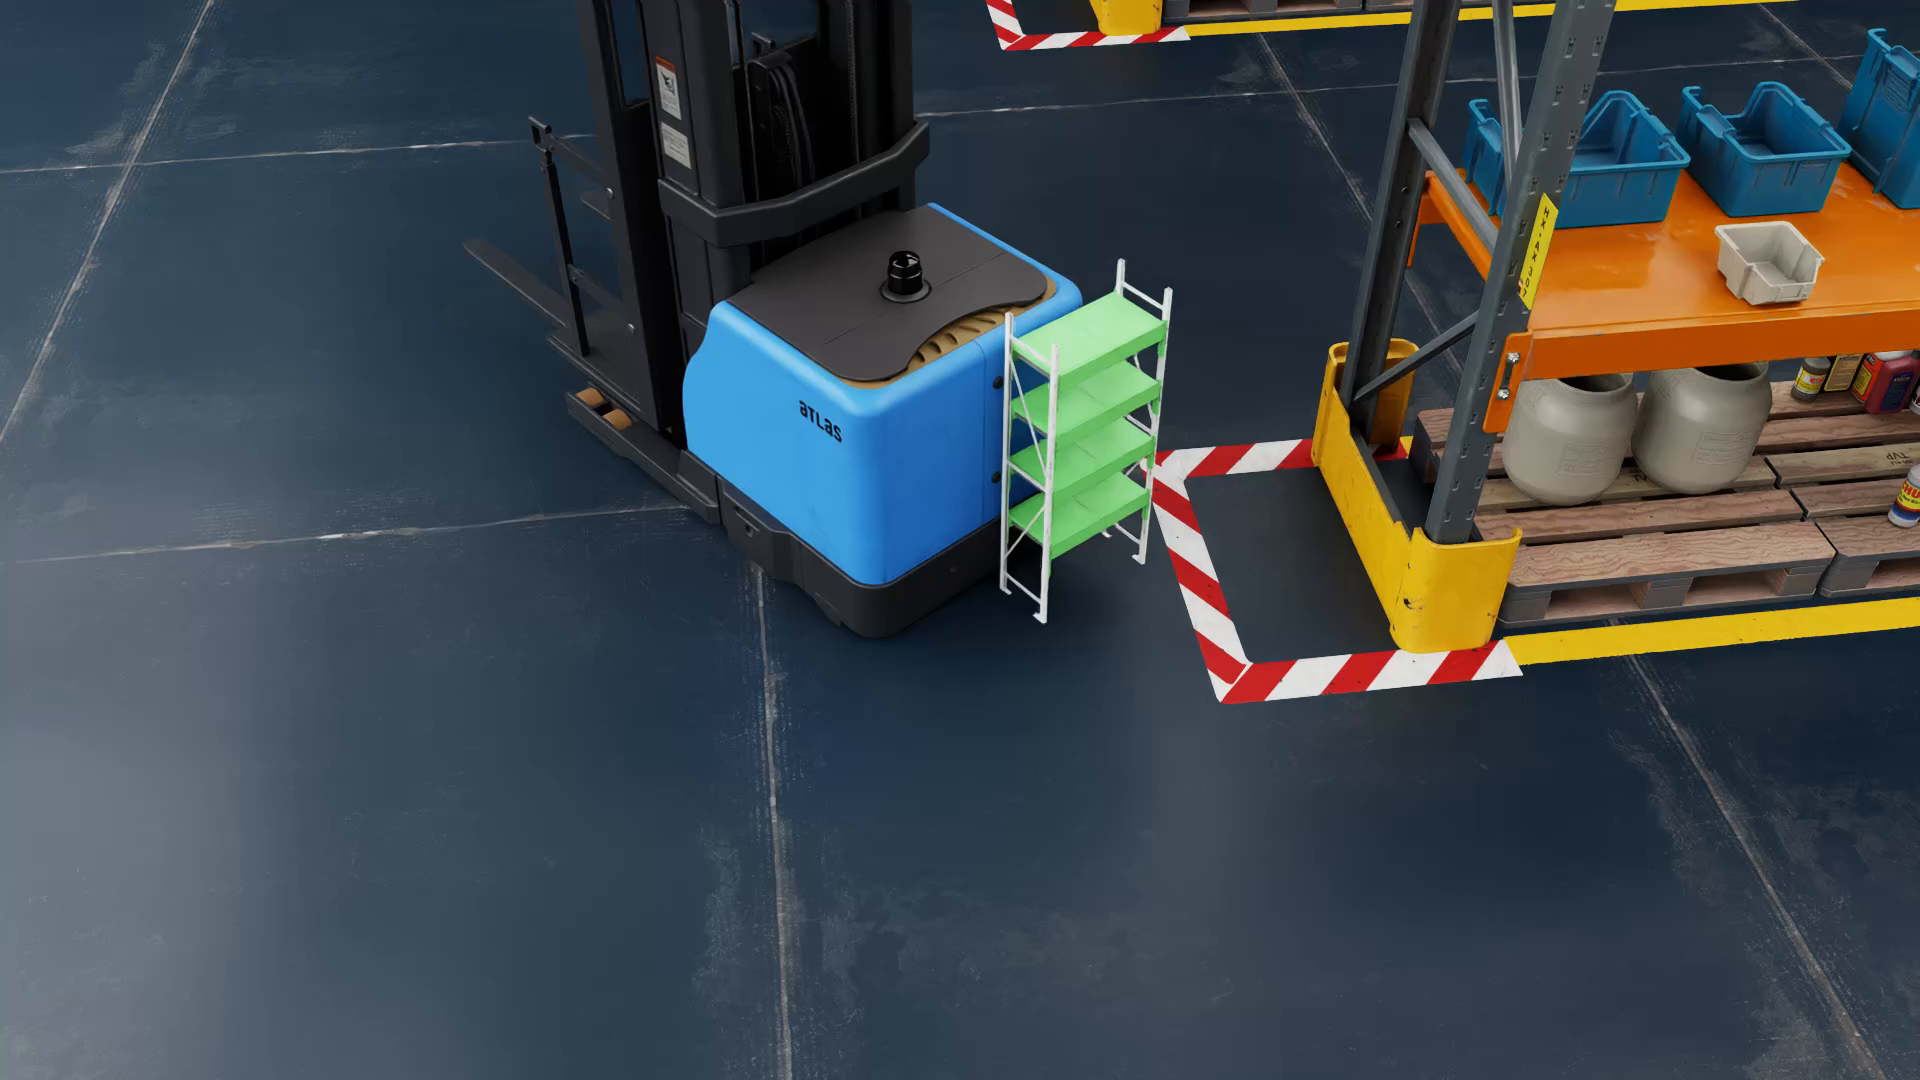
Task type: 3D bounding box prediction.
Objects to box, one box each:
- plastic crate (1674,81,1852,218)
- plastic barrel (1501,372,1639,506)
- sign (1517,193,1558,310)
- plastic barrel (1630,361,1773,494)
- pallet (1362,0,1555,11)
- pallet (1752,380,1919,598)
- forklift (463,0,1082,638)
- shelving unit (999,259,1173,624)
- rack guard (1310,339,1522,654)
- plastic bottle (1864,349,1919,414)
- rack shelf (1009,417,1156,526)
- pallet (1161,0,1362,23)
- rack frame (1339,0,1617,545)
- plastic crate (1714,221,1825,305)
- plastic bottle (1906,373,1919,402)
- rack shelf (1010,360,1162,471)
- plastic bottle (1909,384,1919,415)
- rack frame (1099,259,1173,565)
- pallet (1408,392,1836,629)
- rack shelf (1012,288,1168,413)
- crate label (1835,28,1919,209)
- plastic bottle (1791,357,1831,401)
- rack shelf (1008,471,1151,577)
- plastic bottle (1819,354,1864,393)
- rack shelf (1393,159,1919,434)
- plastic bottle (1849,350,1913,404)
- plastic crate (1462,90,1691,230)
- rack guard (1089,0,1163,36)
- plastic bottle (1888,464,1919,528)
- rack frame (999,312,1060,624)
[{"bbox_3d":[2.668,-1.316,5.581,0.408,0.251,0.499,-5,42,-6],"label":"plastic crate"},{"bbox_3d":[2.208,-0.417,6.016,0.421,0.512,0.421,0,42,0],"label":"plastic barrel"},{"bbox_3d":[1.632,-0.814,4.706,0.005,0.325,0.100,-5,42,-6],"label":"sign"},{"bbox_3d":[2.705,-0.460,6.064,0.421,0.512,0.421,0,42,0],"label":"plastic barrel"},{"bbox_3d":[2.887,-3.529,10.005,1.213,0.211,1.003,-5,42,-6],"label":"pallet"},{"bbox_3d":[3.648,-0.250,6.369,1.213,0.211,1.003,-5,42,-6],"label":"pallet"},{"bbox_3d":[-0.938,-1.649,5.889,1.130,2.935,3.031,-32,51,-30],"label":"forklift"},{"bbox_3d":[0.414,-0.315,5.703,0.503,1.200,0.258,-29,49,-28],"label":"shelving unit"},{"bbox_3d":[1.635,-0.186,6.083,0.348,0.500,1.175,-5,42,-6],"label":"rack guard"},{"bbox_3d":[3.597,-0.615,6.392,0.133,0.283,0.061,-5,42,-6],"label":"plastic bottle"},{"bbox_3d":[0.414,-0.267,5.746,0.480,0.148,0.258,-29,49,-28],"label":"rack shelf"},{"bbox_3d":[1.680,-3.425,9.890,1.213,0.211,1.003,-5,42,-6],"label":"pallet"},{"bbox_3d":[1.565,-1.077,5.204,0.127,3.000,1.000,-5,42,-6],"label":"rack frame"},{"bbox_3d":[2.494,-0.843,5.142,0.250,0.136,0.298,-5,42,-6],"label":"plastic crate"},{"bbox_3d":[3.721,-0.695,6.486,0.135,0.276,0.152,-6,42,-7],"label":"plastic bottle"},{"bbox_3d":[0.414,-0.446,5.585,0.480,0.148,0.258,-29,49,-28],"label":"rack shelf"},{"bbox_3d":[3.755,-0.586,6.421,0.097,0.201,0.097,0,42,0],"label":"plastic bottle"},{"bbox_3d":[0.603,-0.419,5.818,0.015,1.200,0.240,-29,49,-28],"label":"rack frame"},{"bbox_3d":[2.441,-0.146,6.254,1.213,0.211,1.003,-5,42,-6],"label":"pallet"},{"bbox_3d":[0.414,-0.624,5.425,0.480,0.148,0.258,-29,49,-28],"label":"rack shelf"},{"bbox_3d":[3.355,-1.429,5.568,0.616,0.435,0.502,-5,42,-6],"label":"crate label"},{"bbox_3d":[3.330,-0.651,6.493,0.097,0.201,0.097,0,42,0],"label":"plastic bottle"},{"bbox_3d":[0.414,-0.089,5.907,0.480,0.148,0.258,-29,49,-28],"label":"rack shelf"},{"bbox_3d":[3.443,-0.704,6.491,0.133,0.283,0.061,-4,42,-4],"label":"plastic bottle"},{"bbox_3d":[3.549,-0.983,5.637,4.000,0.370,1.077,-5,42,-6],"label":"rack shelf"},{"bbox_3d":[3.583,-0.683,6.473,0.135,0.276,0.152,-5,42,-5],"label":"plastic bottle"},{"bbox_3d":[2.023,-1.264,5.522,0.616,0.251,0.499,-5,42,-6],"label":"plastic crate"},{"bbox_3d":[0.903,-3.436,9.686,0.348,0.500,1.175,-5,42,-6],"label":"rack guard"},{"bbox_3d":[3.404,-0.177,5.916,0.097,0.271,0.097,0,42,0],"label":"plastic bottle"},{"bbox_3d":[0.226,-0.211,5.588,0.015,1.200,0.240,-29,49,-28],"label":"rack frame"}]
